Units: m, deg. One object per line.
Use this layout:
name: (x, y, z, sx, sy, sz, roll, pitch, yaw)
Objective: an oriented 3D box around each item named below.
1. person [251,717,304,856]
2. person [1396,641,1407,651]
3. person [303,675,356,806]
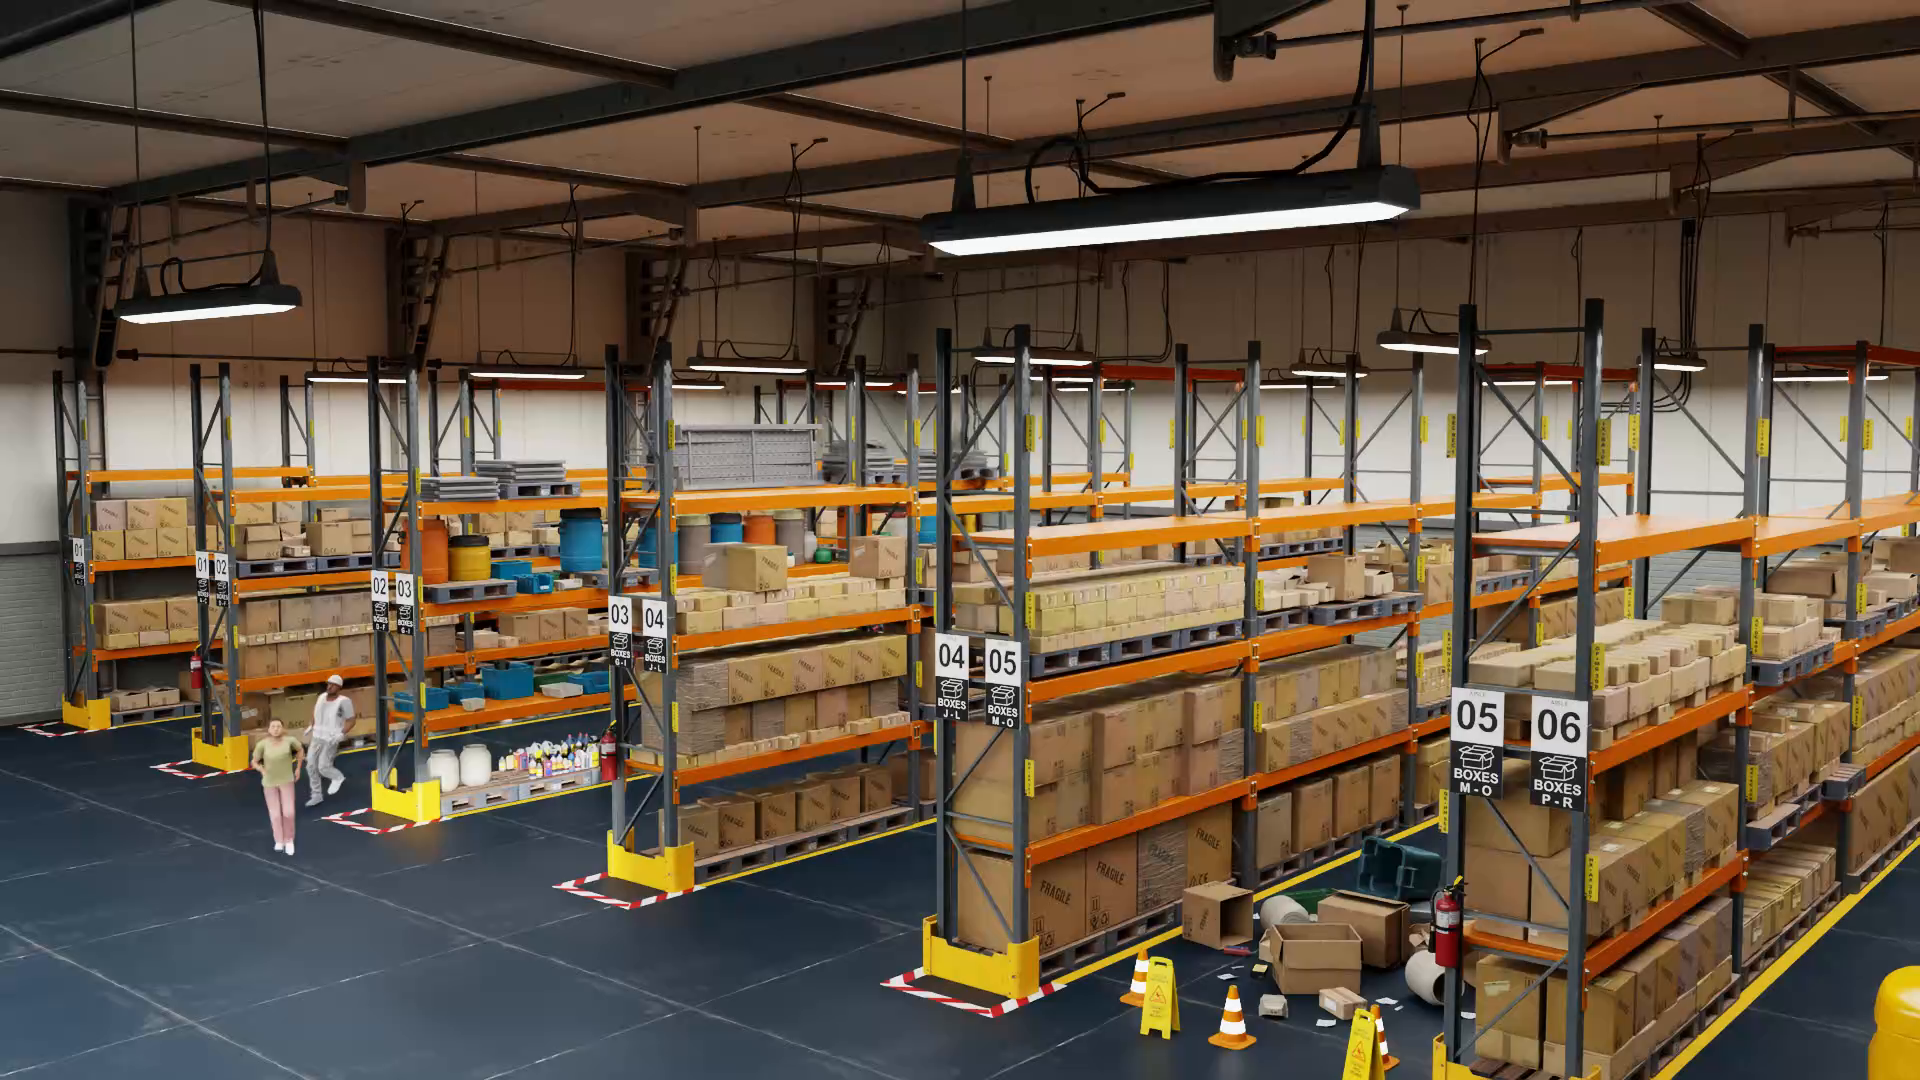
person: (-8.075, 2.899, 19.694, 0.586, 1.637, 0.656, -2, 4, -21)
person: (6.873, 2.428, 25.889, 0.717, 1.726, 0.713, 4, 5, 41)
person: (-8.524, 2.692, 22.433, 0.740, 1.742, 0.648, 1, 4, 20)
